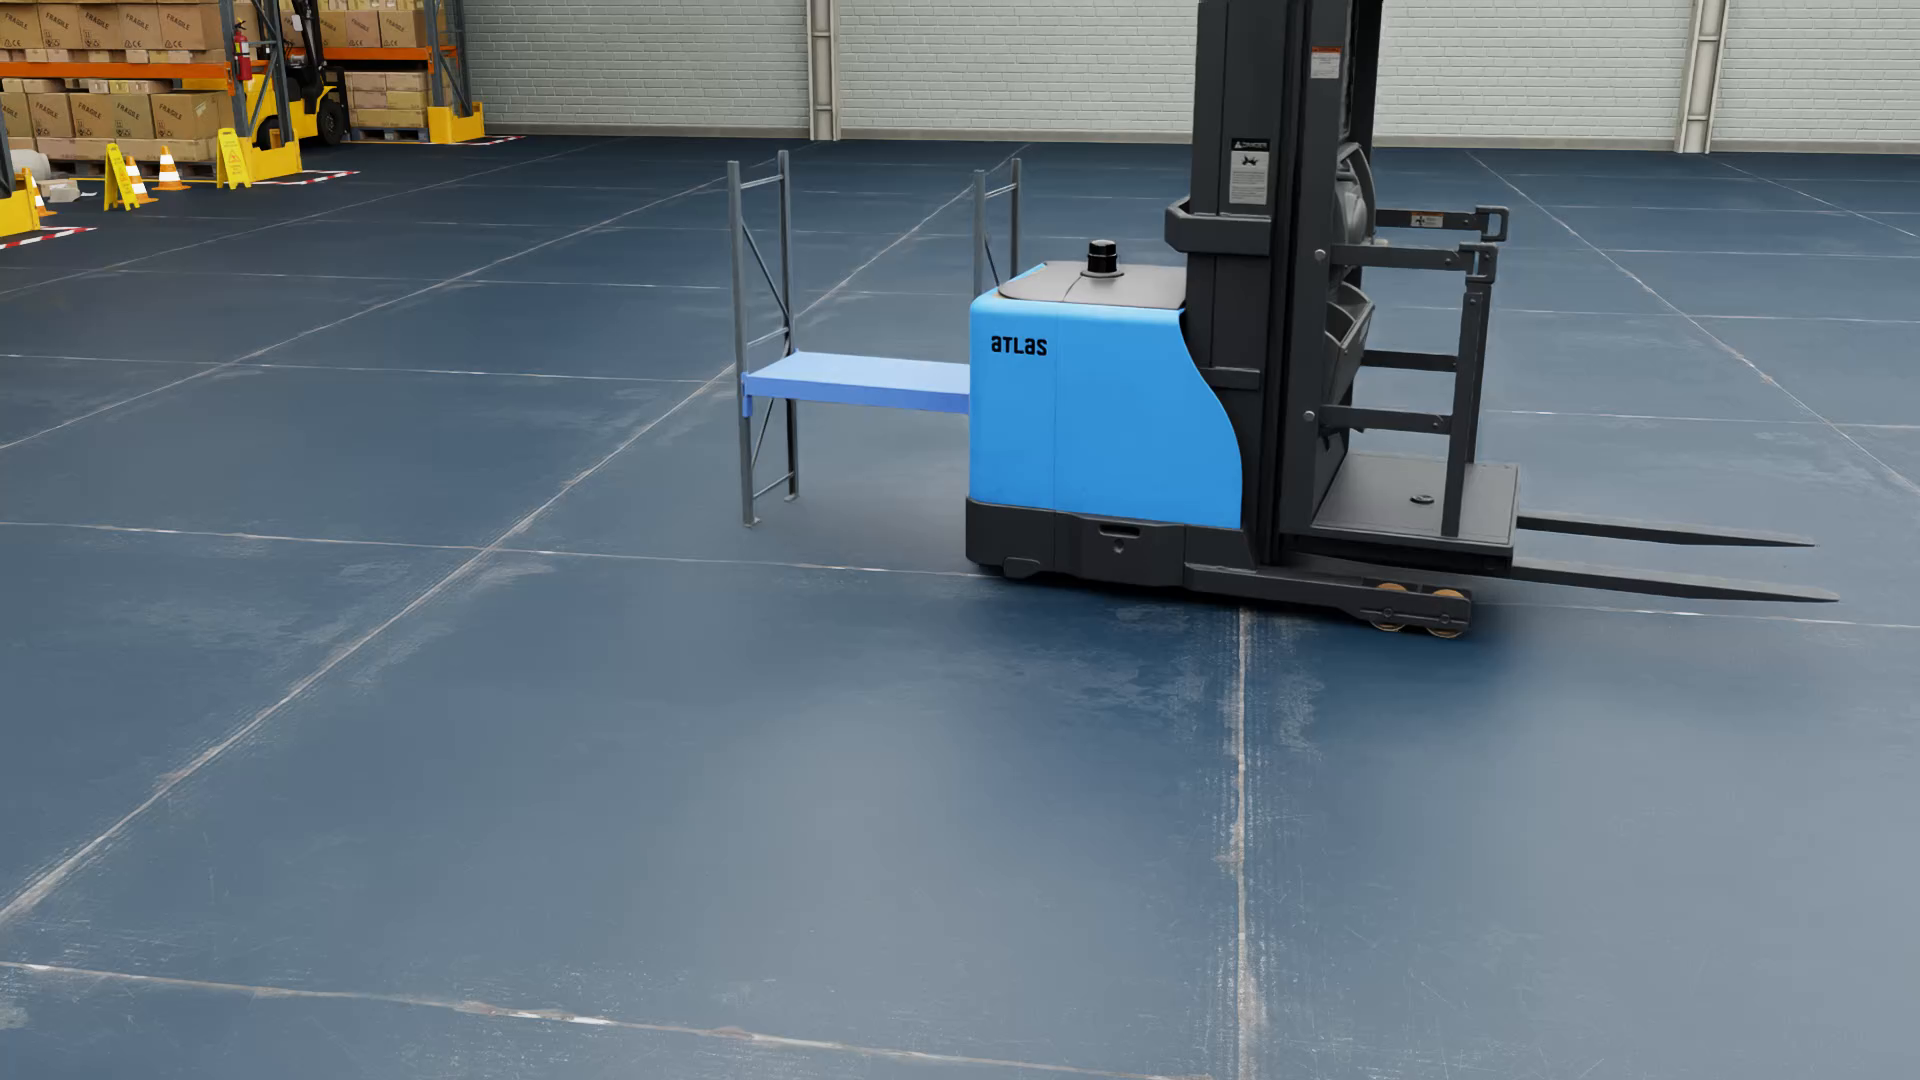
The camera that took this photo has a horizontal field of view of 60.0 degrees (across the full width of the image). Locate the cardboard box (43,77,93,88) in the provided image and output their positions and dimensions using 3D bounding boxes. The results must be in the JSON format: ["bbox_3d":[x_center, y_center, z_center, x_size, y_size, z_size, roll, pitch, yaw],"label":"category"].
[{"bbox_3d":[-13.315,-6.636,24.988,0.625,0.625,0.875,2,19,6],"label":"cardboard box"}]

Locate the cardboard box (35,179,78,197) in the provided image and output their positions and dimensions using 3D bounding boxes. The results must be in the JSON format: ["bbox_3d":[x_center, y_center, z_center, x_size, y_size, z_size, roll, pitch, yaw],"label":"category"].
[{"bbox_3d":[-9.738,-3.786,17.883,0.250,0.149,0.380,14,23,37],"label":"cardboard box"}]

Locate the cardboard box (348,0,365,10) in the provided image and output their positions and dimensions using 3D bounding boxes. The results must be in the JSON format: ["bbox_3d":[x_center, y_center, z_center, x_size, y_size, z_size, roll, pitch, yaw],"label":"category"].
[{"bbox_3d":[-8.474,-7.596,23.599,0.250,0.149,0.380,3,19,8],"label":"cardboard box"}]

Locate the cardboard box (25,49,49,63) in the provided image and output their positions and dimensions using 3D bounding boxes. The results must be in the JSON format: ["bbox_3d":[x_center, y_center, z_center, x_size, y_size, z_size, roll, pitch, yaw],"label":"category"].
[{"bbox_3d":[-10.552,-5.603,19.218,0.250,0.149,0.380,3,19,9],"label":"cardboard box"}]

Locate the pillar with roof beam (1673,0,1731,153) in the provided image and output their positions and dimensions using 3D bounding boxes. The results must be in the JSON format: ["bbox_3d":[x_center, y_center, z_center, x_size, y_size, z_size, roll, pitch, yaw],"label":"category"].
[{"bbox_3d":[9.204,-8.168,17.032,0.400,9.000,9.100,3,19,9],"label":"pillar with roof beam"}]

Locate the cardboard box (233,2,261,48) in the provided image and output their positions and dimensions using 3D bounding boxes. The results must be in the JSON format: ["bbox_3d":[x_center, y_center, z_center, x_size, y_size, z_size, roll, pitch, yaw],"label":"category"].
[{"bbox_3d":[-8.548,-6.004,19.393,0.500,0.500,0.500,3,19,8],"label":"cardboard box"}]

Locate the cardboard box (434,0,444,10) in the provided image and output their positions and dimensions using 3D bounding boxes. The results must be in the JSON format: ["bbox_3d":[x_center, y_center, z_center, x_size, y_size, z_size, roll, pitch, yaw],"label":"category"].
[{"bbox_3d":[-7.635,-7.713,23.948,0.250,0.149,0.380,2,19,7],"label":"cardboard box"}]

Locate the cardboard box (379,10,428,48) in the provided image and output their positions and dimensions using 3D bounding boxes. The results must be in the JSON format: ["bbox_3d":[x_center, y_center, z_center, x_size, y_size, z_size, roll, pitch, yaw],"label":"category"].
[{"bbox_3d":[-7.868,-7.250,23.585,0.500,0.500,0.500,3,19,7],"label":"cardboard box"}]

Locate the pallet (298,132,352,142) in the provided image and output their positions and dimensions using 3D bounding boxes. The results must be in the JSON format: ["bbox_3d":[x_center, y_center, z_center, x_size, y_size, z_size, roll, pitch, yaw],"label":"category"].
[{"bbox_3d":[-9.304,-6.025,24.477,1.213,0.211,1.003,3,19,9],"label":"pallet"}]

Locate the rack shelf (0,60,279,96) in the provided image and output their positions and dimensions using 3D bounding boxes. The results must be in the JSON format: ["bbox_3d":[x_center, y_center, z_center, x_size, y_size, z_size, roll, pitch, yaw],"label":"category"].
[{"bbox_3d":[-10.099,-5.464,19.540,4.000,0.370,1.077,3,19,9],"label":"rack shelf"}]

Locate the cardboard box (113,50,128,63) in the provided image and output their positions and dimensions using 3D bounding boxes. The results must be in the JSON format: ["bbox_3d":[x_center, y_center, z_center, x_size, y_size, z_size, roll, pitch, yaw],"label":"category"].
[{"bbox_3d":[-9.535,-5.595,19.194,0.250,0.149,0.380,3,19,9],"label":"cardboard box"}]

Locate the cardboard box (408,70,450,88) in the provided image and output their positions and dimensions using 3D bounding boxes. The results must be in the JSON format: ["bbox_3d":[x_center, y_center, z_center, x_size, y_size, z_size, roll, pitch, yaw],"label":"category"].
[{"bbox_3d":[-7.785,-6.713,24.234,0.500,0.250,0.500,3,19,8],"label":"cardboard box"}]

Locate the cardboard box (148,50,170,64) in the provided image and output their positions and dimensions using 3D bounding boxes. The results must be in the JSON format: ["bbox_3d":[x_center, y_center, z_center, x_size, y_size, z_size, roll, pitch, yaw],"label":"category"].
[{"bbox_3d":[-9.045,-5.535,19.014,0.250,0.149,0.380,3,19,8],"label":"cardboard box"}]

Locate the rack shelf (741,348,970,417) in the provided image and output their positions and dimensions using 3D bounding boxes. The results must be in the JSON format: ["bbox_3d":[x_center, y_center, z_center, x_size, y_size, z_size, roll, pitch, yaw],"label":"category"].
[{"bbox_3d":[-0.332,-0.615,6.845,1.000,0.185,0.538,6,20,18],"label":"rack shelf"}]

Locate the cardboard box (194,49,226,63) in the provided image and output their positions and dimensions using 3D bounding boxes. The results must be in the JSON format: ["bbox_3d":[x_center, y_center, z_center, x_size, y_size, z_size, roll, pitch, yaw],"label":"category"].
[{"bbox_3d":[-8.528,-5.537,19.021,0.250,0.149,0.380,4,19,10],"label":"cardboard box"}]

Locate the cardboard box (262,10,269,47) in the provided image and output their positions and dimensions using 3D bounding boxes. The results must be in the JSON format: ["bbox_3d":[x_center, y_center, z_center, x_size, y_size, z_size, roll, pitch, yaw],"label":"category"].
[{"bbox_3d":[-9.877,-7.358,23.910,0.500,0.500,0.500,3,19,8],"label":"cardboard box"}]

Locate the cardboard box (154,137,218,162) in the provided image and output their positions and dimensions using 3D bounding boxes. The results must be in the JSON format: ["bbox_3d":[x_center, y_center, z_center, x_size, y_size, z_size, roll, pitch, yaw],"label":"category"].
[{"bbox_3d":[-8.989,-4.557,19.368,0.500,0.250,0.500,3,19,8],"label":"cardboard box"}]

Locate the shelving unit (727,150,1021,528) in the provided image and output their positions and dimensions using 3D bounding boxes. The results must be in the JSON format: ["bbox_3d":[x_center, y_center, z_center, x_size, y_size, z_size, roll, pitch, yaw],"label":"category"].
[{"bbox_3d":[-0.332,-0.786,6.787,1.048,1.500,0.538,6,20,18],"label":"shelving unit"}]

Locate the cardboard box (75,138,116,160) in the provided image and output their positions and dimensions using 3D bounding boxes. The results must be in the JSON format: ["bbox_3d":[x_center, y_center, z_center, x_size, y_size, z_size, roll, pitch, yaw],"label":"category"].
[{"bbox_3d":[-9.993,-4.609,19.523,0.500,0.250,0.500,2,19,7],"label":"cardboard box"}]

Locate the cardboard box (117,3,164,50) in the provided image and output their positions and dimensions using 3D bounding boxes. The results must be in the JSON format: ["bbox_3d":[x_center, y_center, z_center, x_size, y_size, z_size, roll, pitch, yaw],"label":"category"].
[{"bbox_3d":[-9.198,-5.861,18.965,0.500,0.500,0.500,3,19,9],"label":"cardboard box"}]

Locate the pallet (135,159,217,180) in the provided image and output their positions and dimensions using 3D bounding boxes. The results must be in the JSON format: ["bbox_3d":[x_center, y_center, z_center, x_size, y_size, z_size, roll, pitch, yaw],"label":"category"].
[{"bbox_3d":[-8.996,-4.438,19.734,1.213,0.211,1.003,3,19,9],"label":"pallet"}]

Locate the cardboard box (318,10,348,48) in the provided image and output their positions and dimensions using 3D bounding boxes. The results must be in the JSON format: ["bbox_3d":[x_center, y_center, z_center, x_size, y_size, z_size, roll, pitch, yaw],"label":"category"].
[{"bbox_3d":[-8.885,-7.304,23.749,0.500,0.500,0.500,3,19,8],"label":"cardboard box"}]

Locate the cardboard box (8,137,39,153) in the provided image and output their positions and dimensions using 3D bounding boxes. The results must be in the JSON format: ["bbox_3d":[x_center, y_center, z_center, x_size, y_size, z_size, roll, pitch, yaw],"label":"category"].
[{"bbox_3d":[-11.005,-4.663,19.685,0.500,0.250,0.500,4,19,12],"label":"cardboard box"}]

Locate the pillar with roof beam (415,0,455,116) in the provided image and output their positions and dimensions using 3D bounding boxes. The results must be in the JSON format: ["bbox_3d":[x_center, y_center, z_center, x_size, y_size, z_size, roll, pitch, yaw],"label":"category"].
[{"bbox_3d":[-8.568,-9.074,19.739,0.400,9.000,9.100,3,19,9],"label":"pillar with roof beam"}]

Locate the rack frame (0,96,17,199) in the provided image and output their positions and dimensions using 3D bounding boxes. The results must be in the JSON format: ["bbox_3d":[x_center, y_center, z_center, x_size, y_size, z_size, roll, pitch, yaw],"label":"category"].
[{"bbox_3d":[-8.810,-4.149,14.475,0.127,3.000,1.000,3,19,9],"label":"rack frame"}]

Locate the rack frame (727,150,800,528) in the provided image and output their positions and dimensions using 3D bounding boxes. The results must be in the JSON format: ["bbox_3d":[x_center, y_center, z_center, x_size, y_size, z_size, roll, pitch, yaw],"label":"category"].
[{"bbox_3d":[-0.811,-0.839,6.947,0.032,1.500,0.500,6,20,18],"label":"rack frame"}]

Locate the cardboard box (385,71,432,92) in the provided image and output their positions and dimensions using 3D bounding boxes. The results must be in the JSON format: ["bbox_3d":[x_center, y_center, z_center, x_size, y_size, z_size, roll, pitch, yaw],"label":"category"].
[{"bbox_3d":[-7.845,-6.555,23.761,0.500,0.250,0.500,4,19,10],"label":"cardboard box"}]

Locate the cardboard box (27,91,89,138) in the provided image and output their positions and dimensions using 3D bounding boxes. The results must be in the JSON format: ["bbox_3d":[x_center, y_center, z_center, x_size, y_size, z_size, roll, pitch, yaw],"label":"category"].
[{"bbox_3d":[-10.492,-4.993,19.487,0.500,0.500,0.500,4,19,12],"label":"cardboard box"}]

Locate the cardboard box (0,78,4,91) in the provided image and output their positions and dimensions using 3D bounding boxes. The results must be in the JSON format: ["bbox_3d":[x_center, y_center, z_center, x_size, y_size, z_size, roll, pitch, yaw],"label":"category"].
[{"bbox_3d":[-11.420,-5.325,19.458,0.250,0.149,0.380,3,19,9],"label":"cardboard box"}]

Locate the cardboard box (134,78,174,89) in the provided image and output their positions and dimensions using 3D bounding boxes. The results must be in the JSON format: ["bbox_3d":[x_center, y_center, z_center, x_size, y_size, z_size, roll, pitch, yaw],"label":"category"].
[{"bbox_3d":[-11.807,-6.557,24.753,0.625,0.625,0.875,4,19,11],"label":"cardboard box"}]

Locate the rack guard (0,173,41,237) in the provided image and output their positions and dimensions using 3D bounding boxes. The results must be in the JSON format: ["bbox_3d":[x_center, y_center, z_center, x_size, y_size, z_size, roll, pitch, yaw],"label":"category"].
[{"bbox_3d":[-8.786,-2.962,14.868,0.348,0.500,1.175,3,19,9],"label":"rack guard"}]

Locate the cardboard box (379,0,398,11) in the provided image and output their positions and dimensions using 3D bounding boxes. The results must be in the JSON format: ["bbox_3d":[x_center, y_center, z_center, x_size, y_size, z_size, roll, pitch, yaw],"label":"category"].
[{"bbox_3d":[-7.985,-7.548,23.455,0.250,0.149,0.380,3,19,10],"label":"cardboard box"}]

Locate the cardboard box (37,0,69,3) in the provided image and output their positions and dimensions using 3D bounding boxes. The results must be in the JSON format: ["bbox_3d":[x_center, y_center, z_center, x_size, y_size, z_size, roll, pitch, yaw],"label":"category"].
[{"bbox_3d":[-10.152,-6.414,19.044,0.500,0.500,0.700,3,19,8],"label":"cardboard box"}]

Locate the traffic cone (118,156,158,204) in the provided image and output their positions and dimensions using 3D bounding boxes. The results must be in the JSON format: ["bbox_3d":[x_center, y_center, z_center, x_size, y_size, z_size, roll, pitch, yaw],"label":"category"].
[{"bbox_3d":[-8.594,-3.754,17.294,0.334,0.463,0.336,3,19,9],"label":"traffic cone"}]

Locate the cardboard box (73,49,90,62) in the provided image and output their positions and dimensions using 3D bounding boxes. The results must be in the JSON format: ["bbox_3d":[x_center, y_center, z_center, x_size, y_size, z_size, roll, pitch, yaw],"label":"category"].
[{"bbox_3d":[-10.034,-5.620,19.269,0.250,0.149,0.380,3,19,9],"label":"cardboard box"}]

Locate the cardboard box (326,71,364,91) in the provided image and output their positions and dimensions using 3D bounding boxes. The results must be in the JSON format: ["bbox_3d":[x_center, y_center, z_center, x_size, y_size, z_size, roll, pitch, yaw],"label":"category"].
[{"bbox_3d":[-8.850,-6.601,23.899,0.500,0.250,0.500,3,19,9],"label":"cardboard box"}]

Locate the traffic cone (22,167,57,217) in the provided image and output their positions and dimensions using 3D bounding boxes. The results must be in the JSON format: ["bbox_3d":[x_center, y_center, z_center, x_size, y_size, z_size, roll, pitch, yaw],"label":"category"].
[{"bbox_3d":[-9.109,-3.417,16.287,0.334,0.463,0.336,3,19,9],"label":"traffic cone"}]

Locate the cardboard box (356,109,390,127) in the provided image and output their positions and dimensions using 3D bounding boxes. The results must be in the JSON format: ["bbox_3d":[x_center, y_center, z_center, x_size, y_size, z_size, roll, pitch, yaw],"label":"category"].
[{"bbox_3d":[-8.344,-6.108,24.001,0.500,0.250,0.500,3,19,9],"label":"cardboard box"}]

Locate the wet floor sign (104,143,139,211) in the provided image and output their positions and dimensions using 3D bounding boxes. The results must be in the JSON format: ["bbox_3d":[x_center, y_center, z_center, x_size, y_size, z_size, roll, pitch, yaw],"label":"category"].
[{"bbox_3d":[-8.467,-3.651,16.698,0.232,0.644,0.267,0,19,-1],"label":"wet floor sign"}]

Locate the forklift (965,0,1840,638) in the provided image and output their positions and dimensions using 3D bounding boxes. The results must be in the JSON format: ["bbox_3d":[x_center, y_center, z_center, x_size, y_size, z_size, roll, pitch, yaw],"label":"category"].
[{"bbox_3d":[1.595,-1.238,5.885,3.031,2.935,1.130,6,20,18],"label":"forklift"}]

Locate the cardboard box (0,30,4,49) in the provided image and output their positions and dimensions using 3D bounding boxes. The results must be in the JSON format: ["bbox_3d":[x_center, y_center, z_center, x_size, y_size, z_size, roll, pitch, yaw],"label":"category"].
[{"bbox_3d":[-11.184,-5.967,19.283,0.500,0.500,0.500,3,19,8],"label":"cardboard box"}]

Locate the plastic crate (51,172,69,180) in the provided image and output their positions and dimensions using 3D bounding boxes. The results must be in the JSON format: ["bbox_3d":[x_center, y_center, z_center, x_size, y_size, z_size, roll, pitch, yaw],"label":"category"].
[{"bbox_3d":[-10.654,-4.185,19.186,0.583,0.080,0.402,-3,19,-10],"label":"plastic crate"}]

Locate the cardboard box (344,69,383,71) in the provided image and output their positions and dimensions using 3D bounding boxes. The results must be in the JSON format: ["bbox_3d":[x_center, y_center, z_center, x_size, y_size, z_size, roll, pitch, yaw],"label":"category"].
[{"bbox_3d":[-8.771,-6.765,24.391,0.500,0.250,0.500,3,19,8],"label":"cardboard box"}]

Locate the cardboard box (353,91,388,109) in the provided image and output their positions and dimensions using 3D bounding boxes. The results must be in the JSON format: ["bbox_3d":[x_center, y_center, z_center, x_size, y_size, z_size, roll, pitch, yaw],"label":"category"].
[{"bbox_3d":[-8.365,-6.347,23.930,0.500,0.250,0.500,3,19,8],"label":"cardboard box"}]

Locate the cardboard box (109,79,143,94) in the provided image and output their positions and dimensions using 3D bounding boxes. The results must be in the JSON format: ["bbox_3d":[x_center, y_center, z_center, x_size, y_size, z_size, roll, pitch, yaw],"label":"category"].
[{"bbox_3d":[-9.578,-5.233,19.182,0.250,0.149,0.380,3,19,10],"label":"cardboard box"}]

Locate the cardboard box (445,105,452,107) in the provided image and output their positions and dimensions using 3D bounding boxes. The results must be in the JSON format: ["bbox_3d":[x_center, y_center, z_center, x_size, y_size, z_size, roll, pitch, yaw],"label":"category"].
[{"bbox_3d":[-7.795,-6.241,24.400,0.500,0.250,0.500,3,19,9],"label":"cardboard box"}]

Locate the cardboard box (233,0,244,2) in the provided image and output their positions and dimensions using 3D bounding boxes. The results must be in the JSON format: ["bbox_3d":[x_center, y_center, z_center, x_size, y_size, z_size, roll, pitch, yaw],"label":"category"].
[{"bbox_3d":[-10.268,-7.665,23.805,0.250,0.149,0.380,3,19,10],"label":"cardboard box"}]

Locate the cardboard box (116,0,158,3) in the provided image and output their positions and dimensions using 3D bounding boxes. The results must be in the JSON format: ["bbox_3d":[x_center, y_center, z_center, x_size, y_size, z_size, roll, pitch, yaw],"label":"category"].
[{"bbox_3d":[-9.162,-6.352,18.859,0.500,0.500,0.700,3,19,9],"label":"cardboard box"}]

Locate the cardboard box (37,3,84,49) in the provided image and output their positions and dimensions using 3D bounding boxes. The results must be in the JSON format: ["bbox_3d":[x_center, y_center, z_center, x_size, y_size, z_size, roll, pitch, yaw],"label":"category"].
[{"bbox_3d":[-10.189,-5.918,19.138,0.500,0.500,0.500,3,19,9],"label":"cardboard box"}]

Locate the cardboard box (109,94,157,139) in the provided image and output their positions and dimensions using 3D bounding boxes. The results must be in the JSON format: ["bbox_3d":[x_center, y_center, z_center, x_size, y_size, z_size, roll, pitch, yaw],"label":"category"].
[{"bbox_3d":[-9.473,-4.939,19.327,0.500,0.500,0.500,4,19,11],"label":"cardboard box"}]

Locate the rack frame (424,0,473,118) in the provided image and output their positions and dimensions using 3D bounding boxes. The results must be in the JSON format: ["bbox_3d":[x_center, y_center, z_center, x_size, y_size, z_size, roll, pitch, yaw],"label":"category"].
[{"bbox_3d":[-7.341,-7.260,23.773,0.127,3.000,1.000,3,19,9],"label":"rack frame"}]

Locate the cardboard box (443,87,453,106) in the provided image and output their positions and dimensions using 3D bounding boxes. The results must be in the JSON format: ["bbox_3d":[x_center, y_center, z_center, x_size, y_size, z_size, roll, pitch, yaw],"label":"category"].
[{"bbox_3d":[-7.772,-6.481,24.329,0.500,0.250,0.500,3,19,10],"label":"cardboard box"}]

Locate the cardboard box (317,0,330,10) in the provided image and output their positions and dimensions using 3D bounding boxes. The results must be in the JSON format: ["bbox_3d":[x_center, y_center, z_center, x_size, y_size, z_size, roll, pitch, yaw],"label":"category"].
[{"bbox_3d":[-8.998,-7.601,23.614,0.250,0.149,0.380,3,19,9],"label":"cardboard box"}]

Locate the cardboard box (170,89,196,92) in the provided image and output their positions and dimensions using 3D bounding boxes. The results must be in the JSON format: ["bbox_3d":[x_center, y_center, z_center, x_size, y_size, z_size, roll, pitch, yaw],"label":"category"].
[{"bbox_3d":[-9.418,-5.109,19.834,0.500,0.500,0.500,2,19,7],"label":"cardboard box"}]

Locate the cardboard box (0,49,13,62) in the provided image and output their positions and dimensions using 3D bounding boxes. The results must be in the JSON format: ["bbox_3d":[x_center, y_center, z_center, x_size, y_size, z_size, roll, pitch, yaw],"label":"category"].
[{"bbox_3d":[-11.050,-5.647,19.348,0.250,0.149,0.380,3,19,10],"label":"cardboard box"}]

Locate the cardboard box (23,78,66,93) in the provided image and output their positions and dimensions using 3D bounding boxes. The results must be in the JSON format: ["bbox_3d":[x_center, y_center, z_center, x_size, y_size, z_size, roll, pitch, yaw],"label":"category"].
[{"bbox_3d":[-10.646,-5.287,19.345,0.250,0.149,0.380,4,19,12],"label":"cardboard box"}]

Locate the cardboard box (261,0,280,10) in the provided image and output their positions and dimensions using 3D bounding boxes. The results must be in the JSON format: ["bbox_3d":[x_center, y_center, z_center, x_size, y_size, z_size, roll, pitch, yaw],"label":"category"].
[{"bbox_3d":[-9.758,-7.644,23.742,0.250,0.149,0.380,2,19,7],"label":"cardboard box"}]
